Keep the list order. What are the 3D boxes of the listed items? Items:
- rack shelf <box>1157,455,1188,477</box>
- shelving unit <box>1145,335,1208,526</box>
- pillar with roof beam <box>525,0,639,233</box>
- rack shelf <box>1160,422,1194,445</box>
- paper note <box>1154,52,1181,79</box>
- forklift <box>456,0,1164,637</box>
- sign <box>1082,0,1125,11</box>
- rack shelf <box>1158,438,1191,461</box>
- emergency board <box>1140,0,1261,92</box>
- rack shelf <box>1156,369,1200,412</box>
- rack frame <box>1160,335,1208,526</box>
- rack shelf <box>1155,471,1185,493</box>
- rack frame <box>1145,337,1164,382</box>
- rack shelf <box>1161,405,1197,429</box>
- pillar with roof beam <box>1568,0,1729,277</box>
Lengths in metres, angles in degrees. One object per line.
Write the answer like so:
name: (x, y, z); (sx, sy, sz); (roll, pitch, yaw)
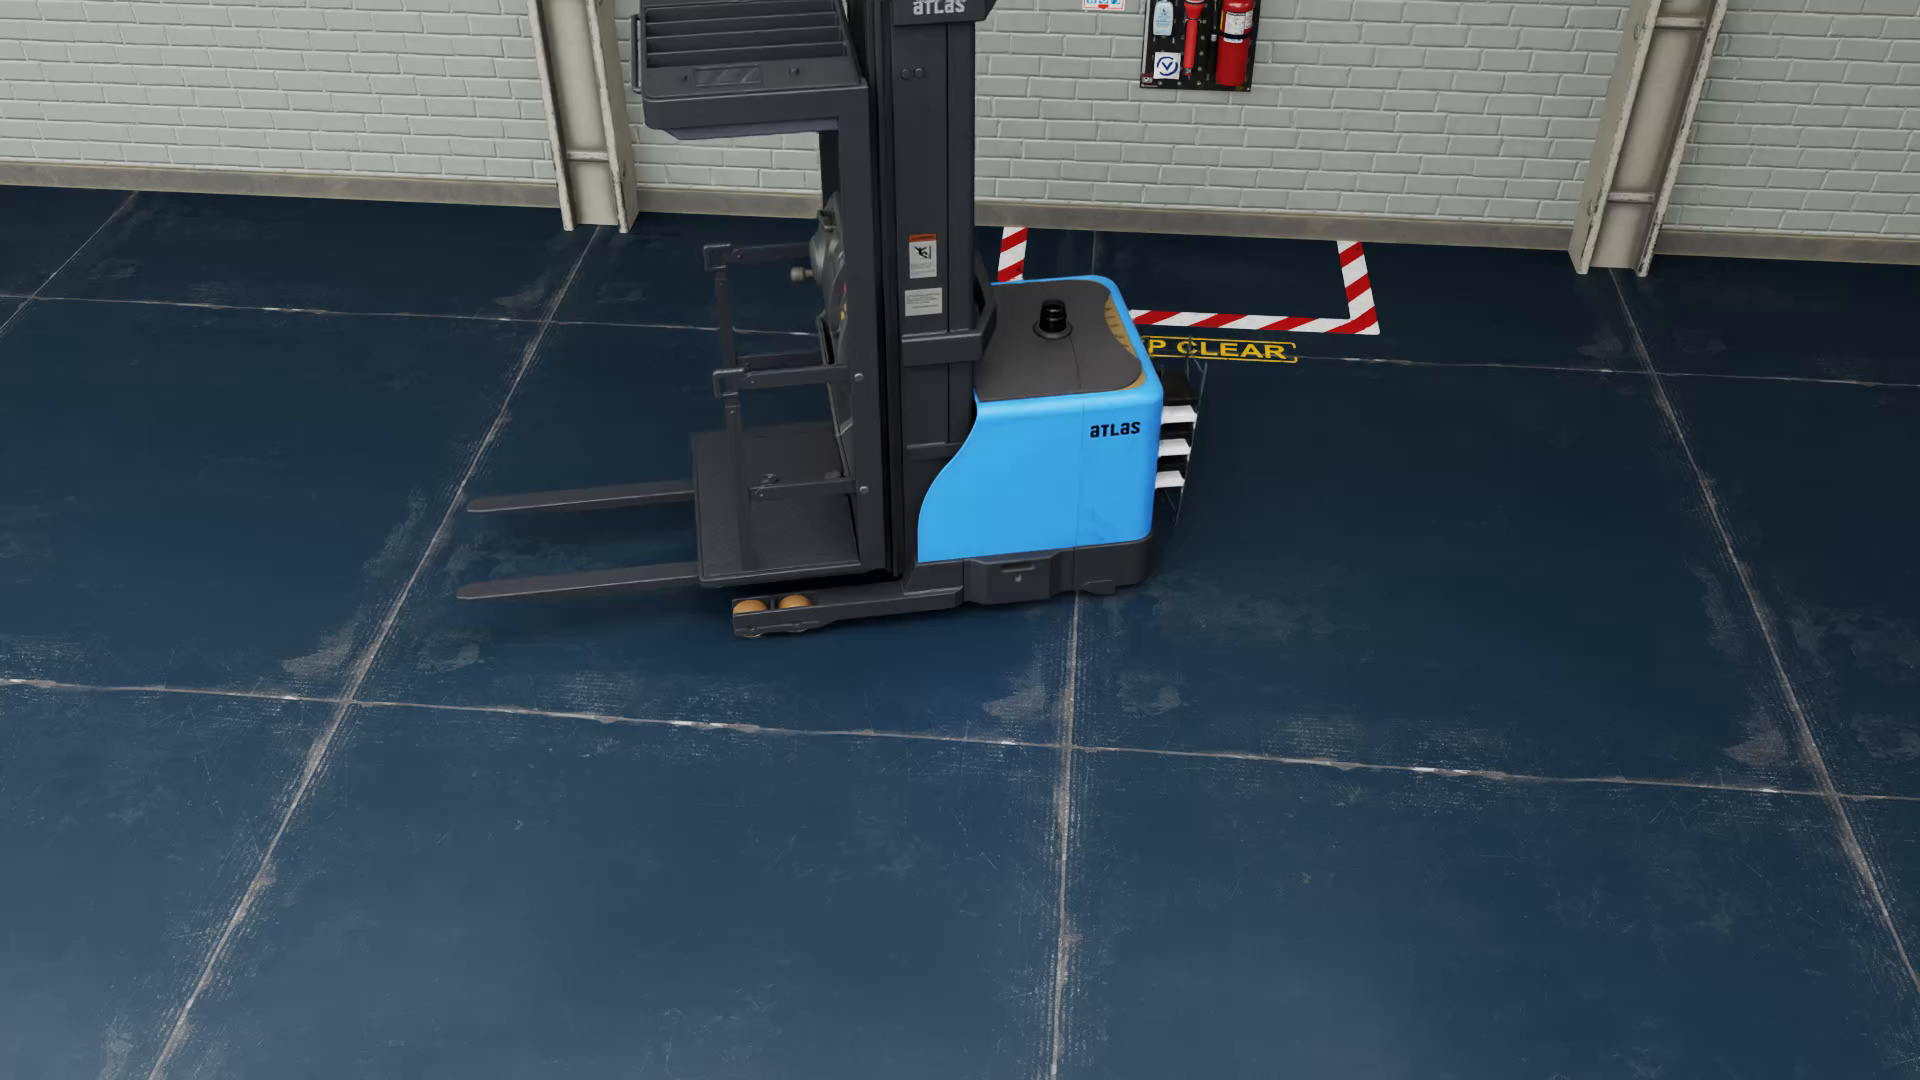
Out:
rack shelf: (0.916, -0.388, 7.698); (0.200, 0.077, 0.258); (-4, 39, -12)
shelving unit: (0.925, -0.485, 7.622); (0.210, 0.900, 0.258); (-4, 39, -12)
pillar with roof beam: (-2.555, -2.742, 3.990); (0.400, 9.000, 9.100); (3, 39, 4)
rack shelf: (0.929, -0.529, 7.587); (0.200, 0.077, 0.258); (-4, 39, -12)
paper note: (1.165, -2.666, 9.346); (0.142, 0.148, 0.016); (3, 39, 4)
forklift: (-0.706, -1.073, 6.746); (3.031, 2.935, 1.130); (-6, 39, -7)
sign: (0.793, -3.063, 9.109); (0.234, 0.329, 0.001); (3, 39, 4)
rack shelf: (0.922, -0.458, 7.642); (0.200, 0.077, 0.258); (-4, 39, -12)
emergency board: (1.335, -2.954, 9.003); (0.643, 1.169, 0.194); (3, 39, 4)
rack shelf: (0.942, -0.670, 7.475); (0.200, 0.077, 0.258); (-4, 39, -12)
rack frame: (1.024, -0.492, 7.643); (0.006, 0.900, 0.240); (-4, 39, -12)
rack shelf: (0.909, -0.318, 7.753); (0.200, 0.077, 0.258); (-4, 39, -12)
rack frame: (0.826, -0.477, 7.600); (0.006, 0.900, 0.240); (-4, 39, -12)
rack shelf: (0.935, -0.599, 7.531); (0.200, 0.077, 0.258); (-4, 39, -12)
pillar with roof beam: (3.422, -2.415, 3.588); (0.400, 9.000, 9.100); (3, 39, 4)
